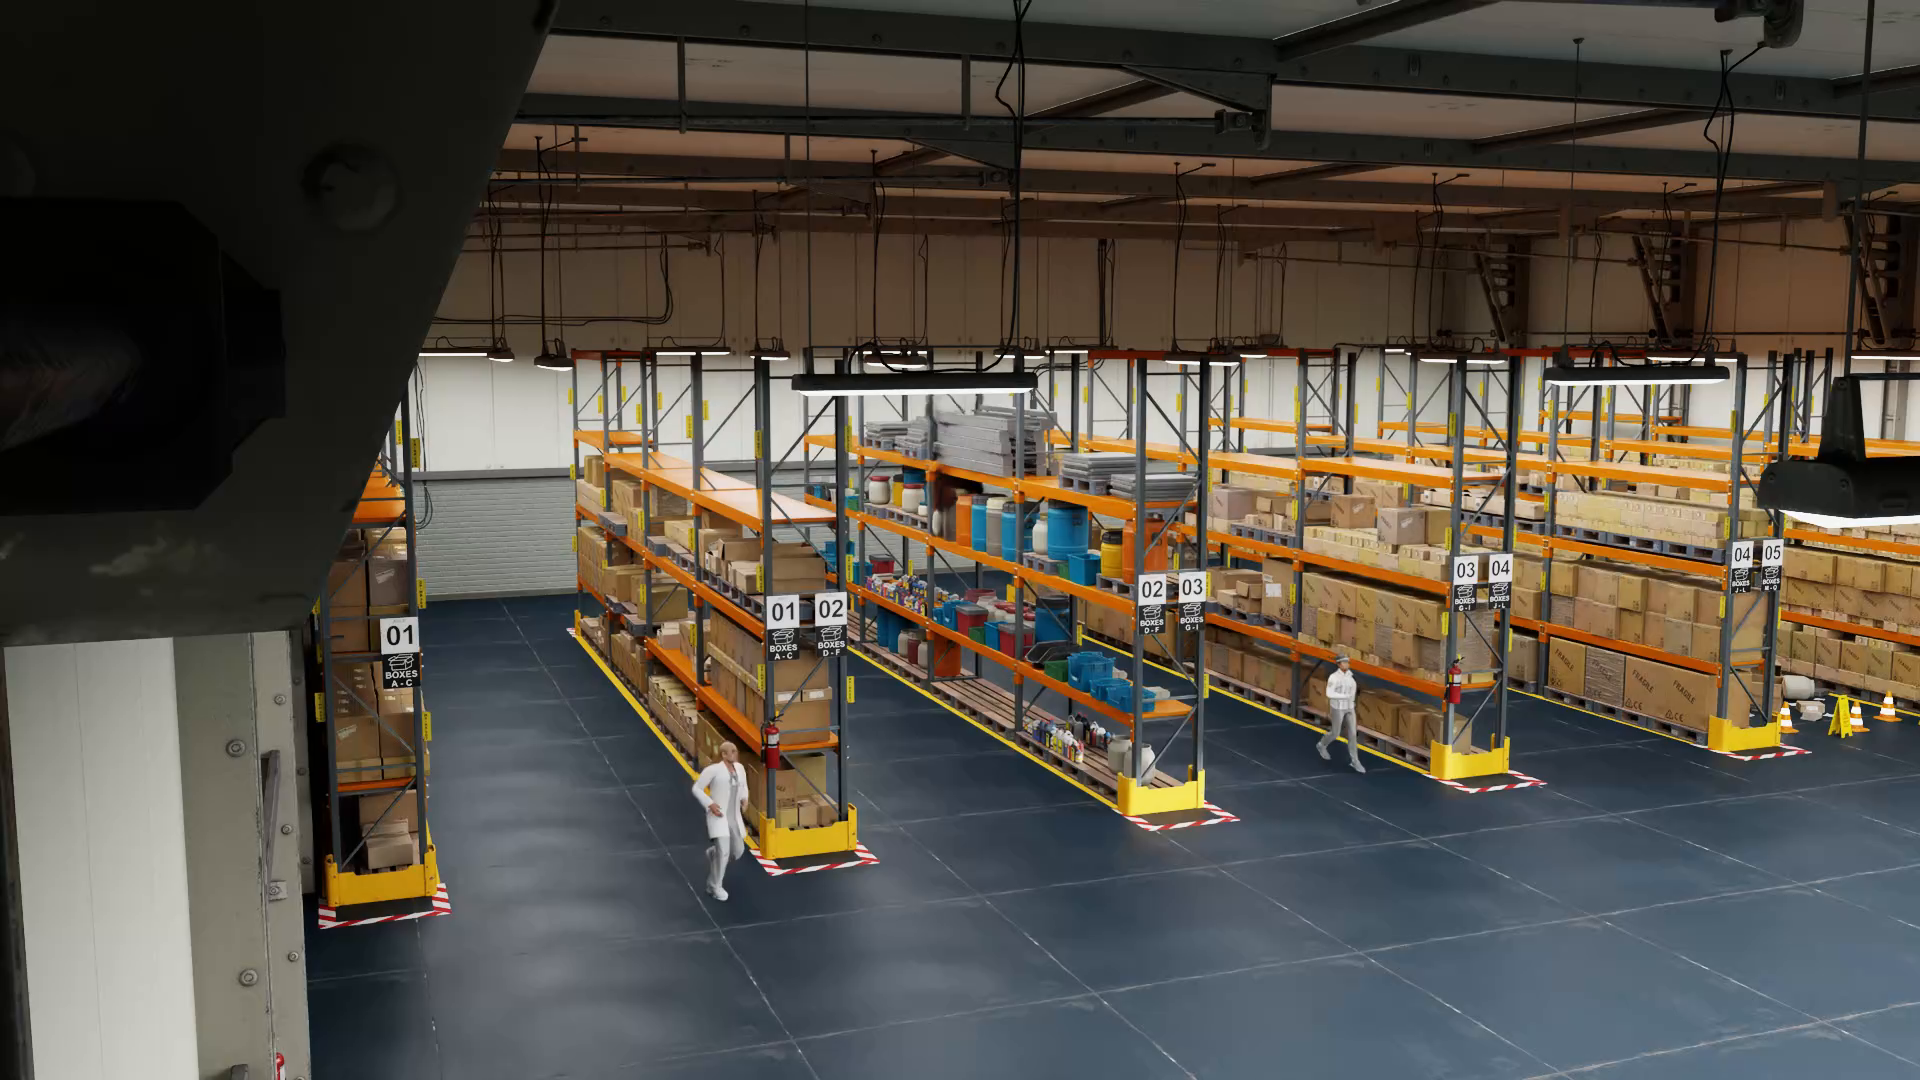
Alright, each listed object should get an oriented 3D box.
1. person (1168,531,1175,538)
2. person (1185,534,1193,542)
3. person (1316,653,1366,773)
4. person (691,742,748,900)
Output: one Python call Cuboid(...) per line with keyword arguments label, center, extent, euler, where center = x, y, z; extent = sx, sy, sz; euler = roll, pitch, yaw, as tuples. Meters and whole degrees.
Cuboid(label="person", center=(4.850, 0.621, 39.258), extent=(0.731, 1.669, 0.611), euler=(-2, 7, -16))
Cuboid(label="person", center=(5.219, 0.669, 38.148), extent=(0.651, 1.808, 0.924), euler=(-2, 7, -13))
Cuboid(label="person", center=(5.561, 2.466, 24.203), extent=(0.612, 1.701, 0.920), euler=(-4, 8, -28))
Cuboid(label="person", center=(-2.695, 3.152, 18.985), extent=(0.728, 1.709, 0.704), euler=(-7, 10, -43))
